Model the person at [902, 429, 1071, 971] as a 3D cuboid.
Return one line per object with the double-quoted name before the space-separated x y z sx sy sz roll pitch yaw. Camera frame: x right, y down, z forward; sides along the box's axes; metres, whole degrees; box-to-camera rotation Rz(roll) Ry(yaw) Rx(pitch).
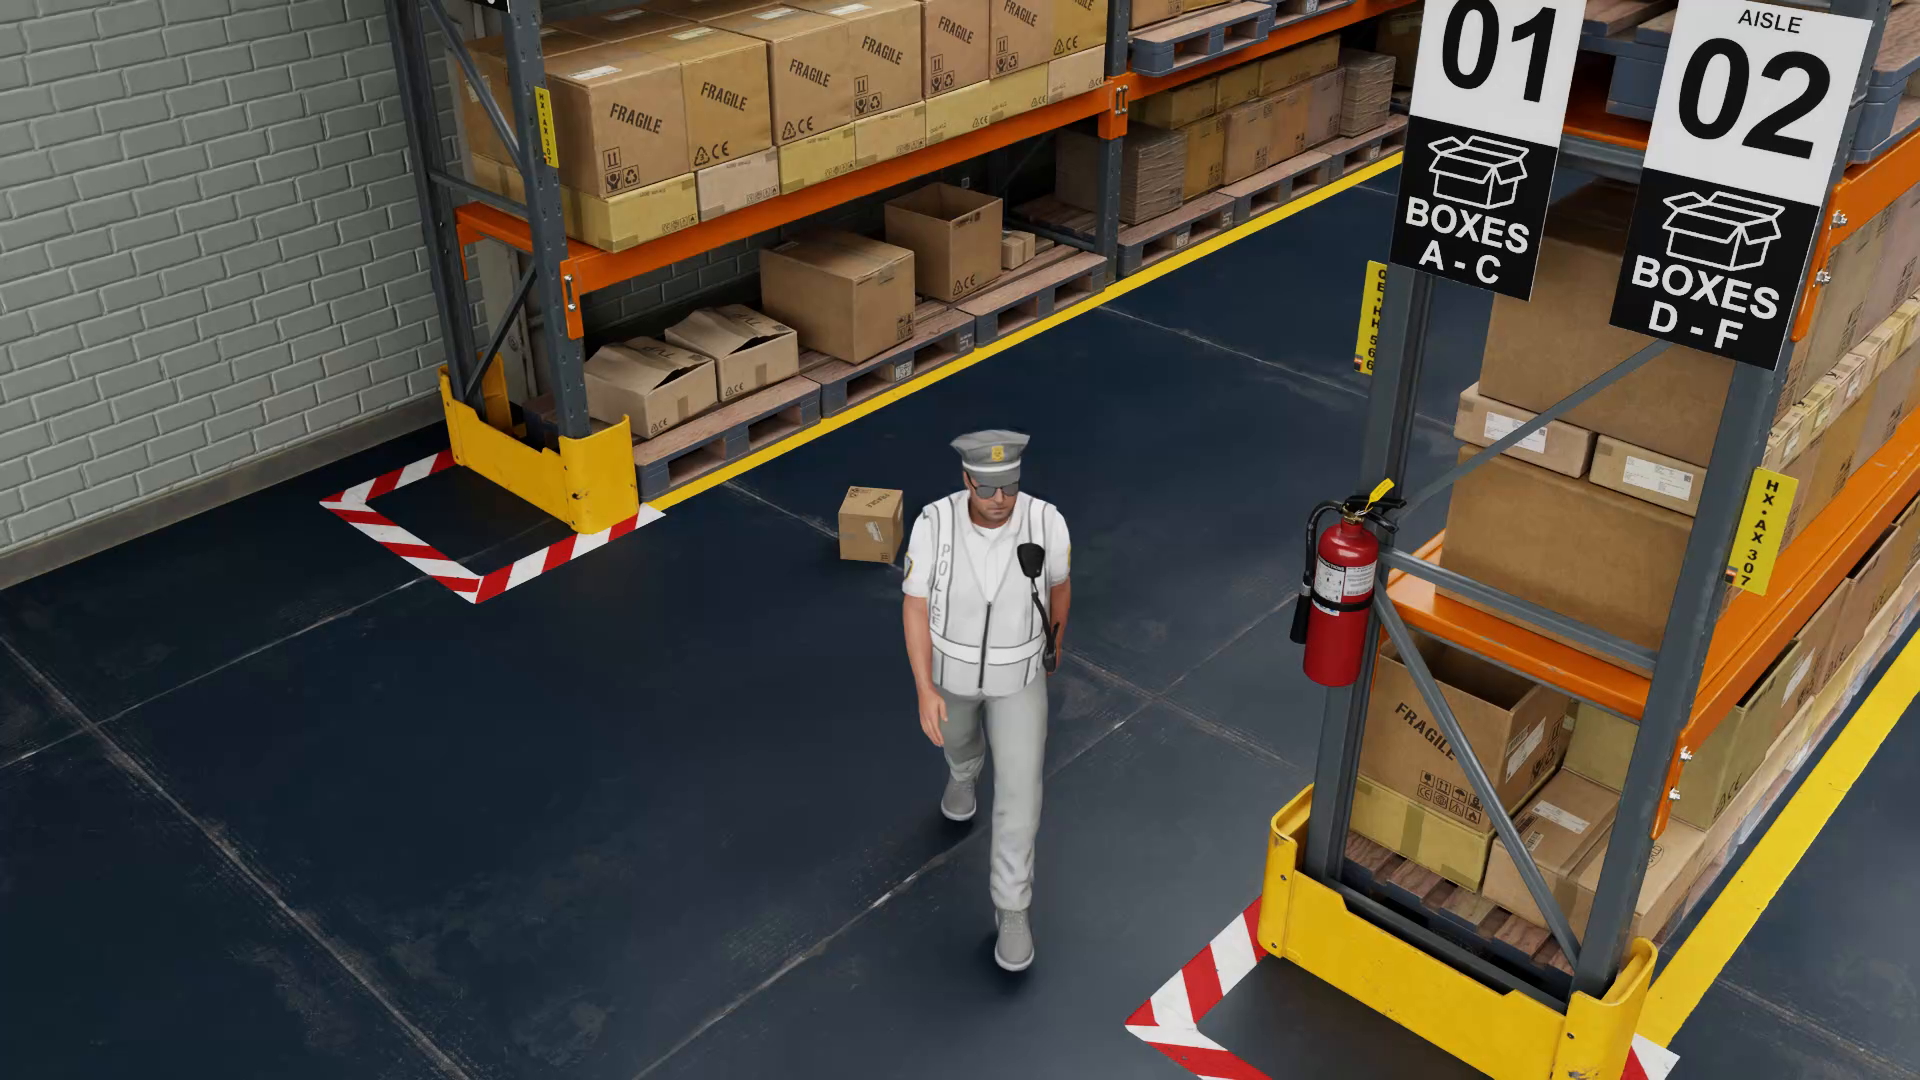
"person" 0.081 0.424 5.392 0.537 1.698 1.073 2 31 4
